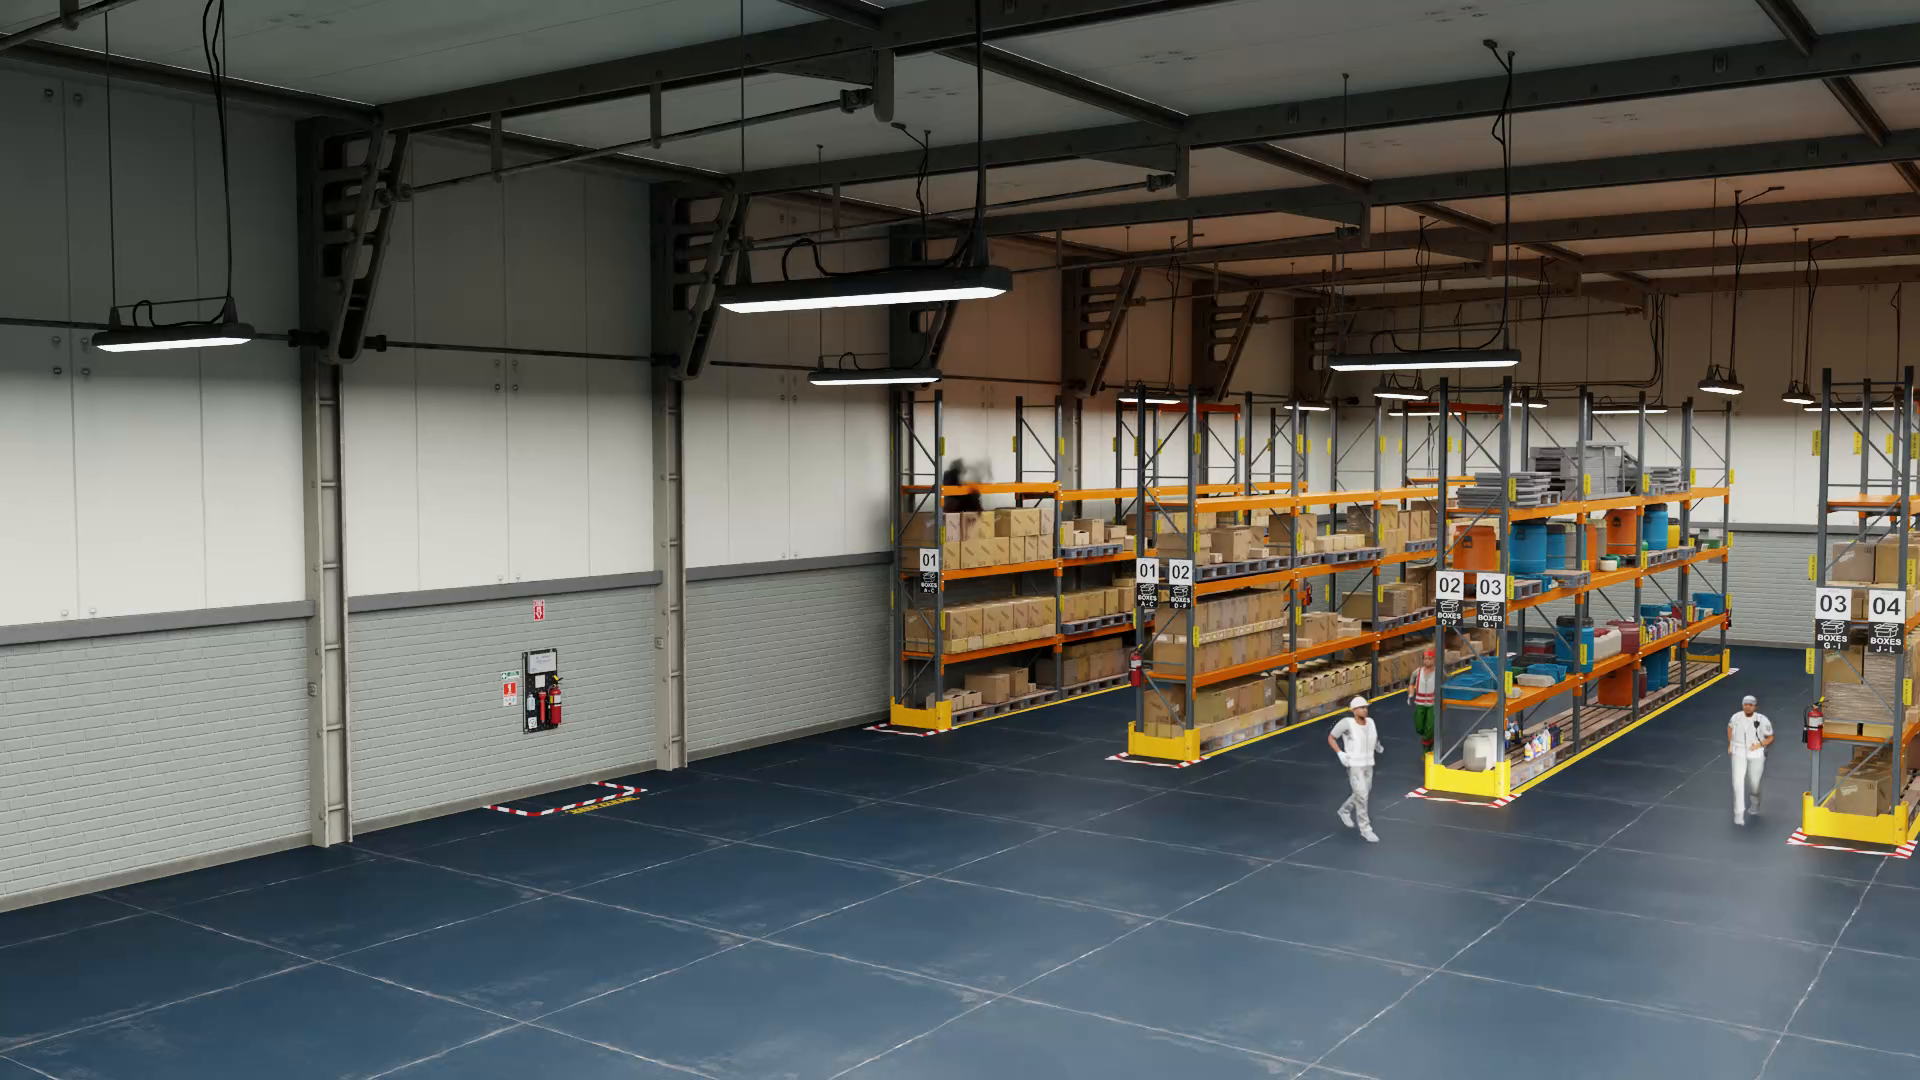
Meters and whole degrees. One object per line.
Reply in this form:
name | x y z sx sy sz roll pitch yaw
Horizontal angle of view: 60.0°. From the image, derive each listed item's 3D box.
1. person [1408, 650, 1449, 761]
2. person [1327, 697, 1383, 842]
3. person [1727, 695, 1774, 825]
person | 7.507 2.636 26.610 0.656 1.749 0.704 2 4 26
person | 5.104 2.900 21.339 0.678 1.790 0.861 -2 4 -29
person | 10.572 2.925 22.277 0.597 1.714 0.839 2 4 33
